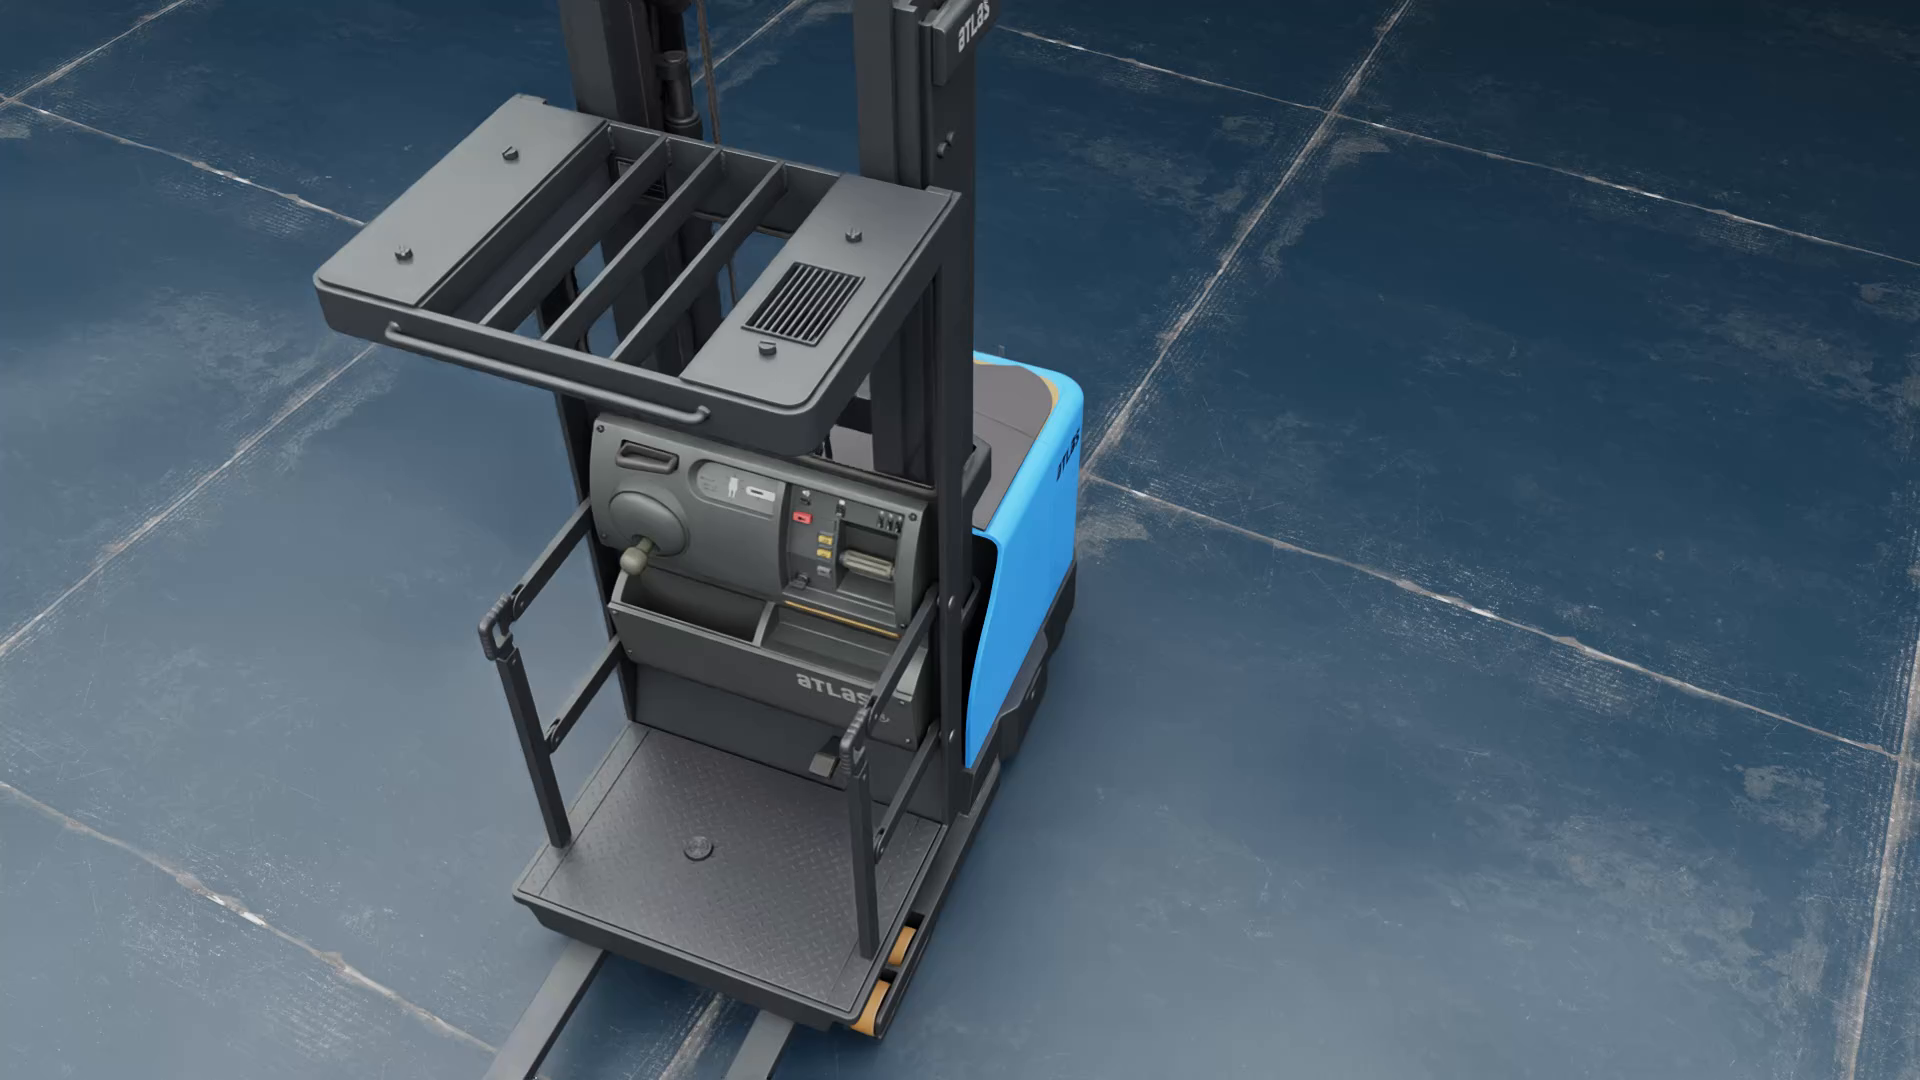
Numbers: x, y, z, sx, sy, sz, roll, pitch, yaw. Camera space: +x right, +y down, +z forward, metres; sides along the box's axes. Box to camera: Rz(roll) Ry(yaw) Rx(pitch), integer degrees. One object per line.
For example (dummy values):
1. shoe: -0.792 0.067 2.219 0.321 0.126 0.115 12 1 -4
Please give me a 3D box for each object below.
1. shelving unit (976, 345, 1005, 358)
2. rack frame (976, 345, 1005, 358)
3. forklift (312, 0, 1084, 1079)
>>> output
1. shelving unit: -0.004 -0.311 5.925 0.258 0.900 0.210 20 49 19
2. rack frame: 0.043 -0.375 5.988 0.240 0.900 0.006 20 49 19
3. forklift: -0.611 0.058 4.132 1.130 2.935 3.031 16 47 15
